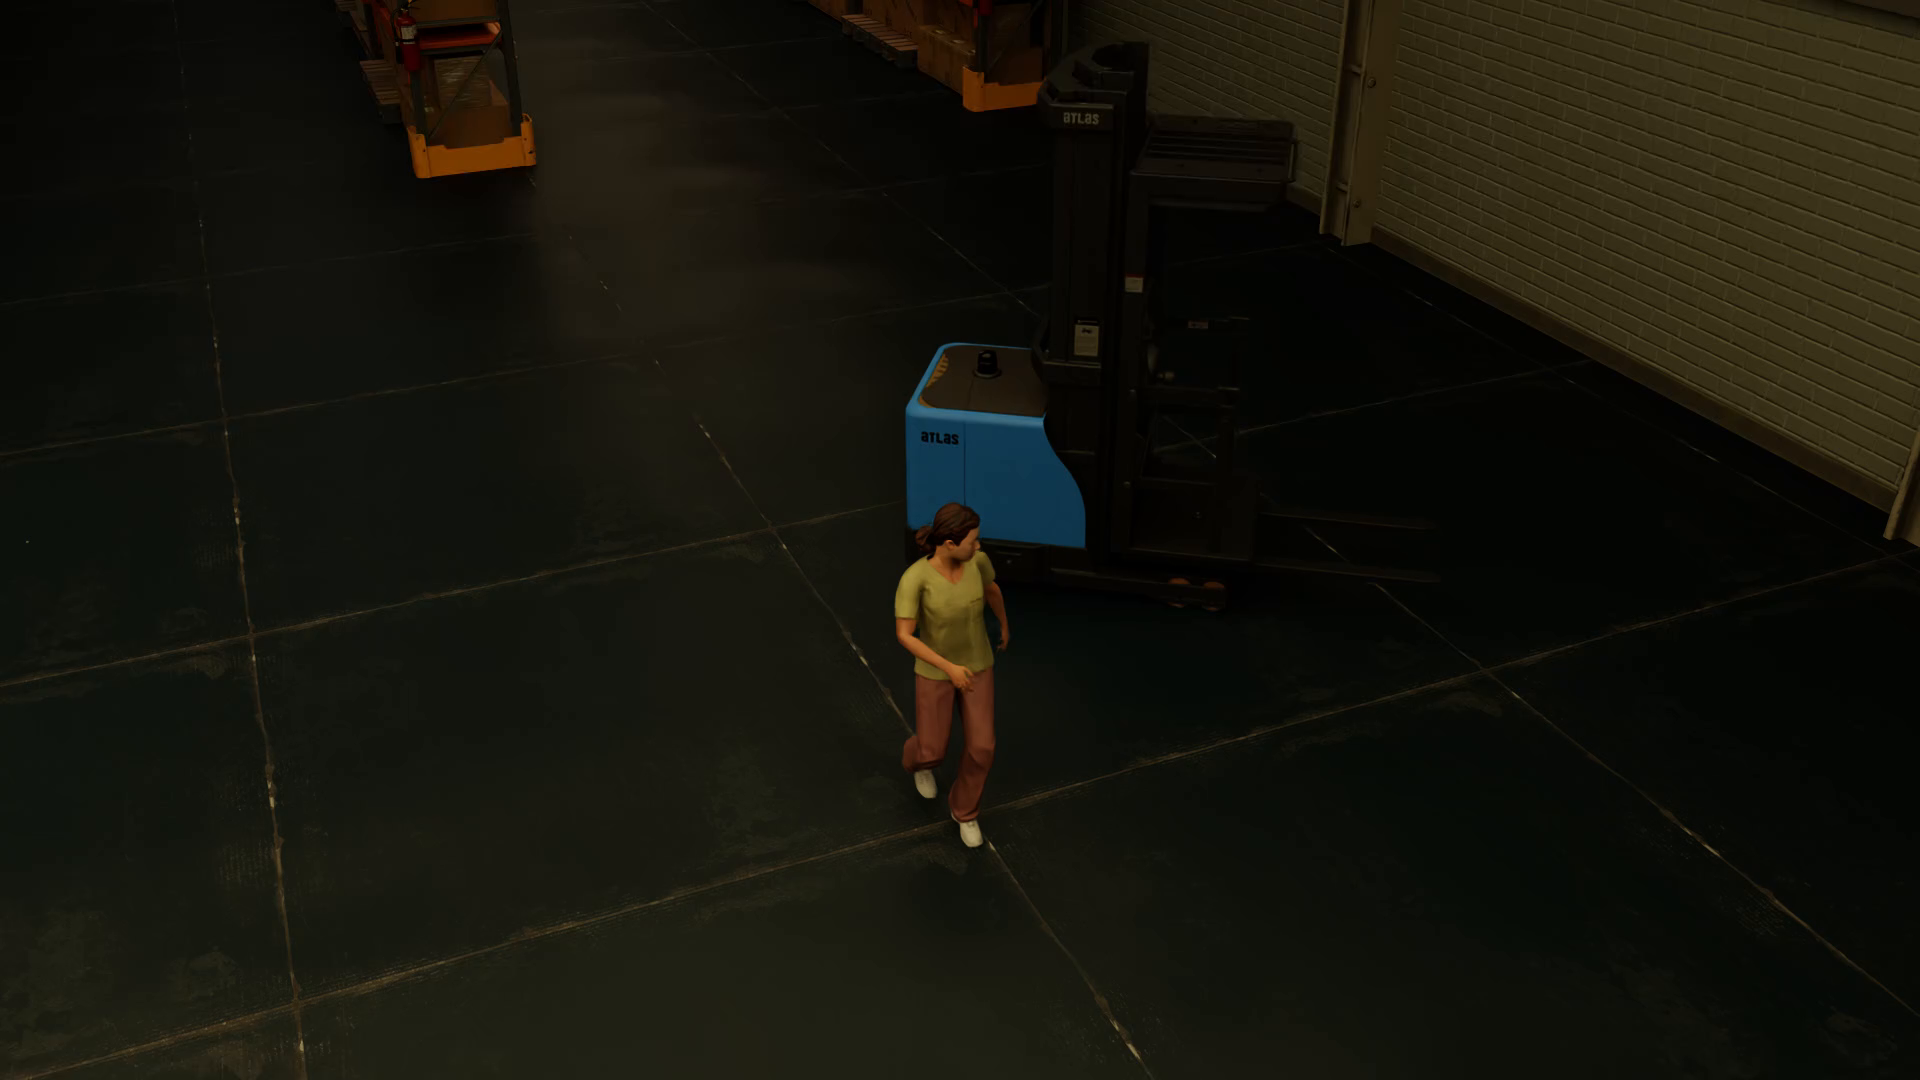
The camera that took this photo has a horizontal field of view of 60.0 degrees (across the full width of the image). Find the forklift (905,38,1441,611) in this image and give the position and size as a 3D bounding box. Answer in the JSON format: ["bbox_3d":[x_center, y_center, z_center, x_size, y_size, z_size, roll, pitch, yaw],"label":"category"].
[{"bbox_3d":[1.250,-1.159,9.147,3.031,2.935,1.130,6,30,10],"label":"forklift"}]

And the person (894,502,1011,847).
[{"bbox_3d":[0.000,0.570,7.455,0.607,1.621,0.610,-8,31,-14],"label":"person"}]
